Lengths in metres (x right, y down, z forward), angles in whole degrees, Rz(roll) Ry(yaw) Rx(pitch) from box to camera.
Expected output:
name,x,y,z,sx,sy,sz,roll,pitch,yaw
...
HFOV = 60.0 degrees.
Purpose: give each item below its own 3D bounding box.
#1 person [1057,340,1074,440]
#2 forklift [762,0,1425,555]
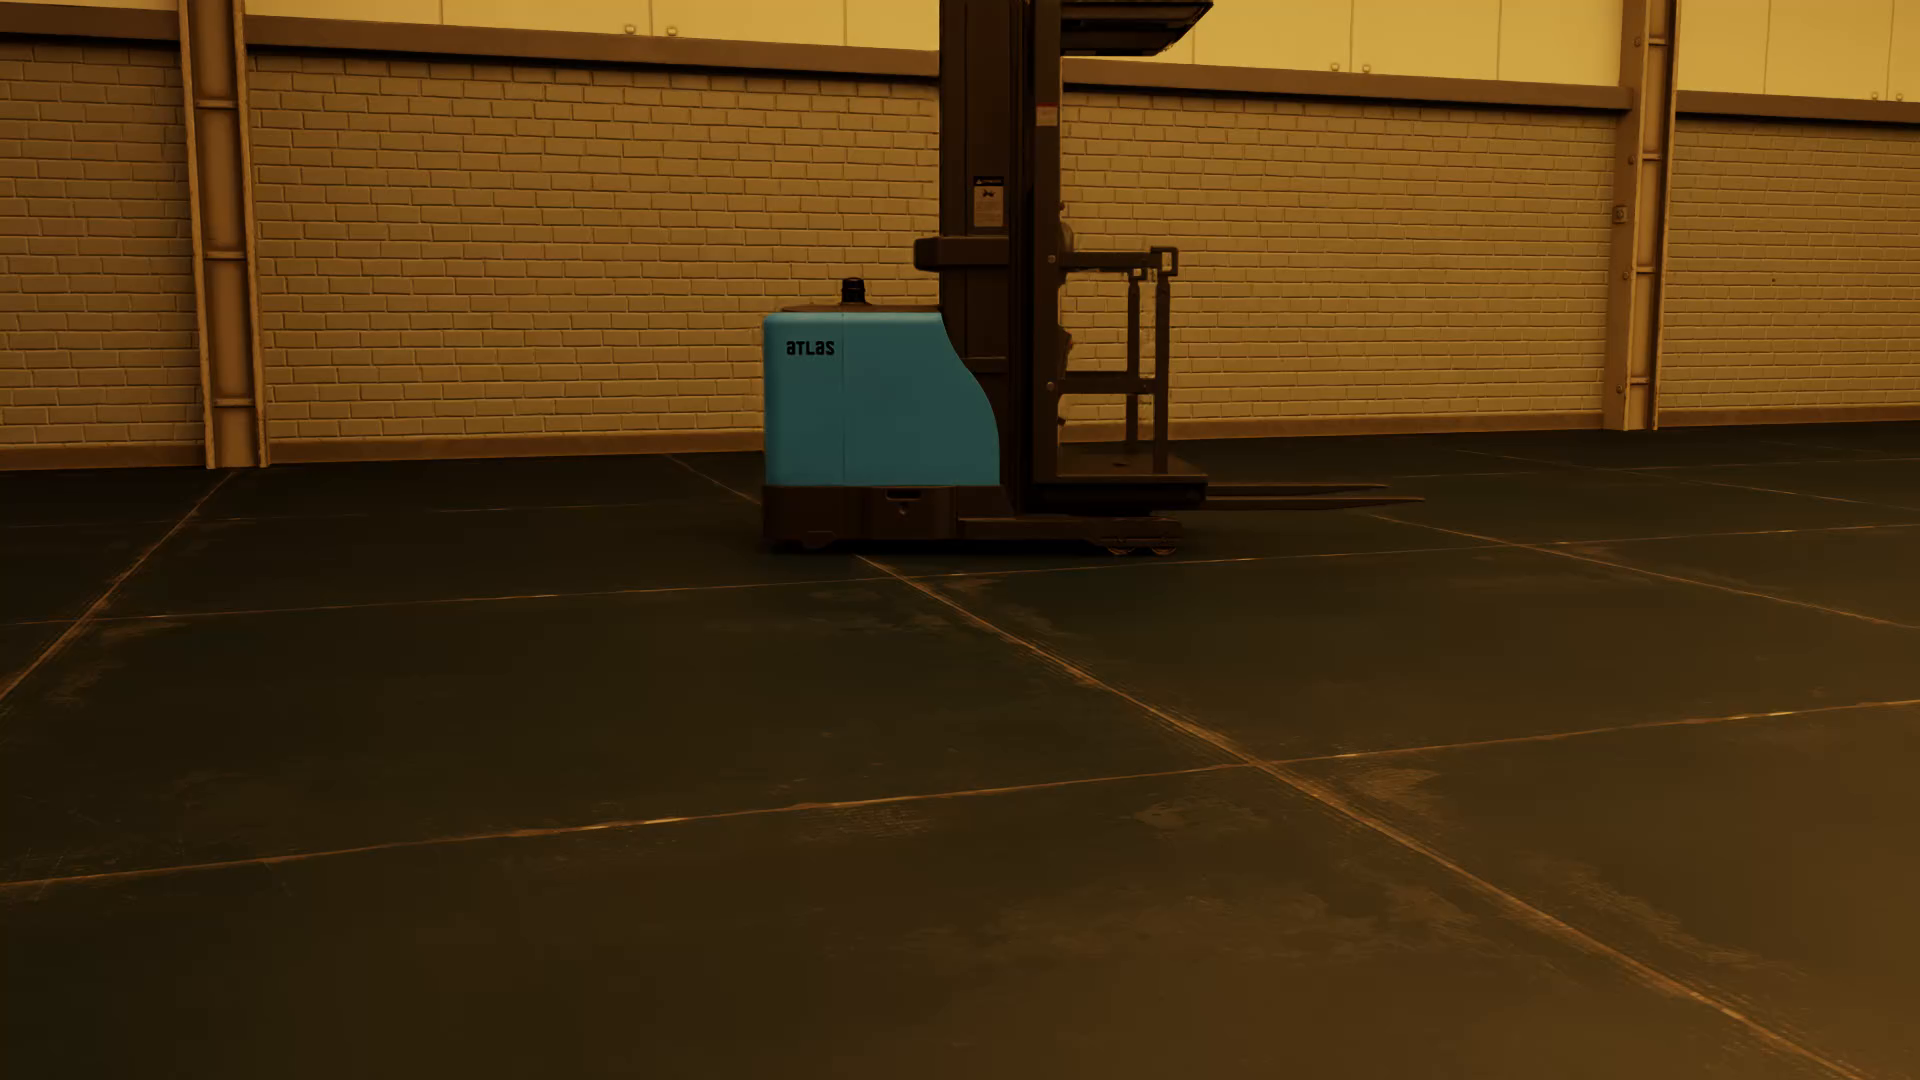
name,x,y,z,sx,sy,sz,roll,pitch,yaw
person,0.488,-1.206,10.879,0.494,1.626,0.678,-1,8,-5
forklift,0.616,-1.456,7.756,3.031,2.935,1.130,0,8,-2
